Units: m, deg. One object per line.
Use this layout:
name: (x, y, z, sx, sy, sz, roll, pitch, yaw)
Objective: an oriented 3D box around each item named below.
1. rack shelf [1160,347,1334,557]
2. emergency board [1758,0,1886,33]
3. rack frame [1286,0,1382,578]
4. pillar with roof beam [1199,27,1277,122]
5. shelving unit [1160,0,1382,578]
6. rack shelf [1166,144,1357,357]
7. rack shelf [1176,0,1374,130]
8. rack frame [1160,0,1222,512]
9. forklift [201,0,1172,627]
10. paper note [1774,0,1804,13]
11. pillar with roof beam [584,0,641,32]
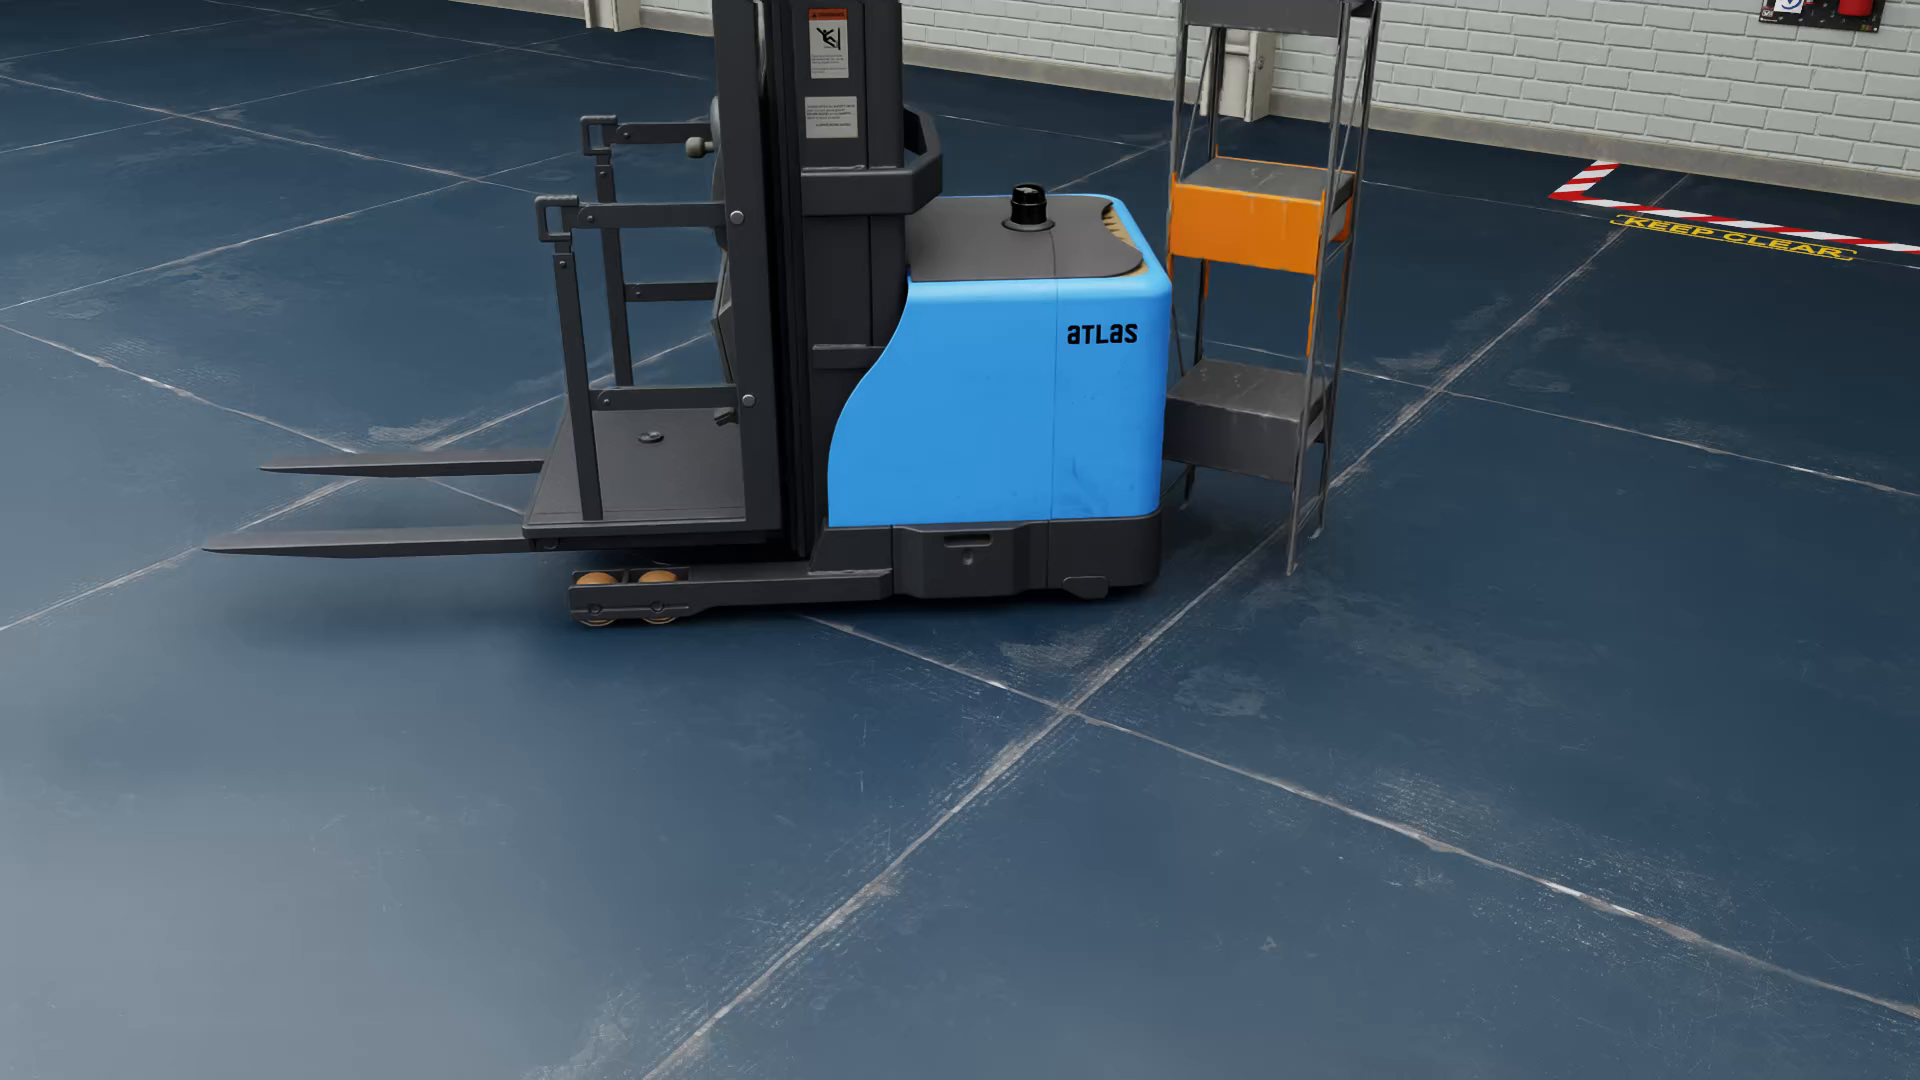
rack shelf: (0.958, -0.307, 5.611, 0.480, 0.518, 0.431, 13, 30, 24)
emergency board: (4.842, -3.410, 9.143, 0.643, 1.169, 0.194, 17, 32, 30)
rack frame: (1.176, -0.893, 5.190, 0.015, 2.100, 0.400, 13, 30, 24)
pillar with roof beam: (-0.526, -5.366, 6.372, 0.400, 9.000, 9.100, 17, 32, 30)
shelving unit: (0.958, -0.943, 5.288, 0.503, 2.100, 0.431, 13, 30, 24)
rack shelf: (0.958, -0.931, 5.294, 0.480, 0.518, 0.431, 13, 30, 24)
rack shelf: (0.958, -1.555, 4.976, 0.480, 0.518, 0.431, 13, 30, 24)
rack frame: (0.740, -0.993, 5.385, 0.015, 2.100, 0.400, 13, 30, 24)
forklift: (-0.896, -1.284, 5.042, 3.031, 2.935, 1.130, -2, 27, -4)
paper note: (4.735, -3.089, 9.483, 0.142, 0.148, 0.016, 17, 32, 30)
pillar with roof beam: (-5.472, -6.907, 9.400, 0.400, 9.000, 9.100, 17, 32, 30)
